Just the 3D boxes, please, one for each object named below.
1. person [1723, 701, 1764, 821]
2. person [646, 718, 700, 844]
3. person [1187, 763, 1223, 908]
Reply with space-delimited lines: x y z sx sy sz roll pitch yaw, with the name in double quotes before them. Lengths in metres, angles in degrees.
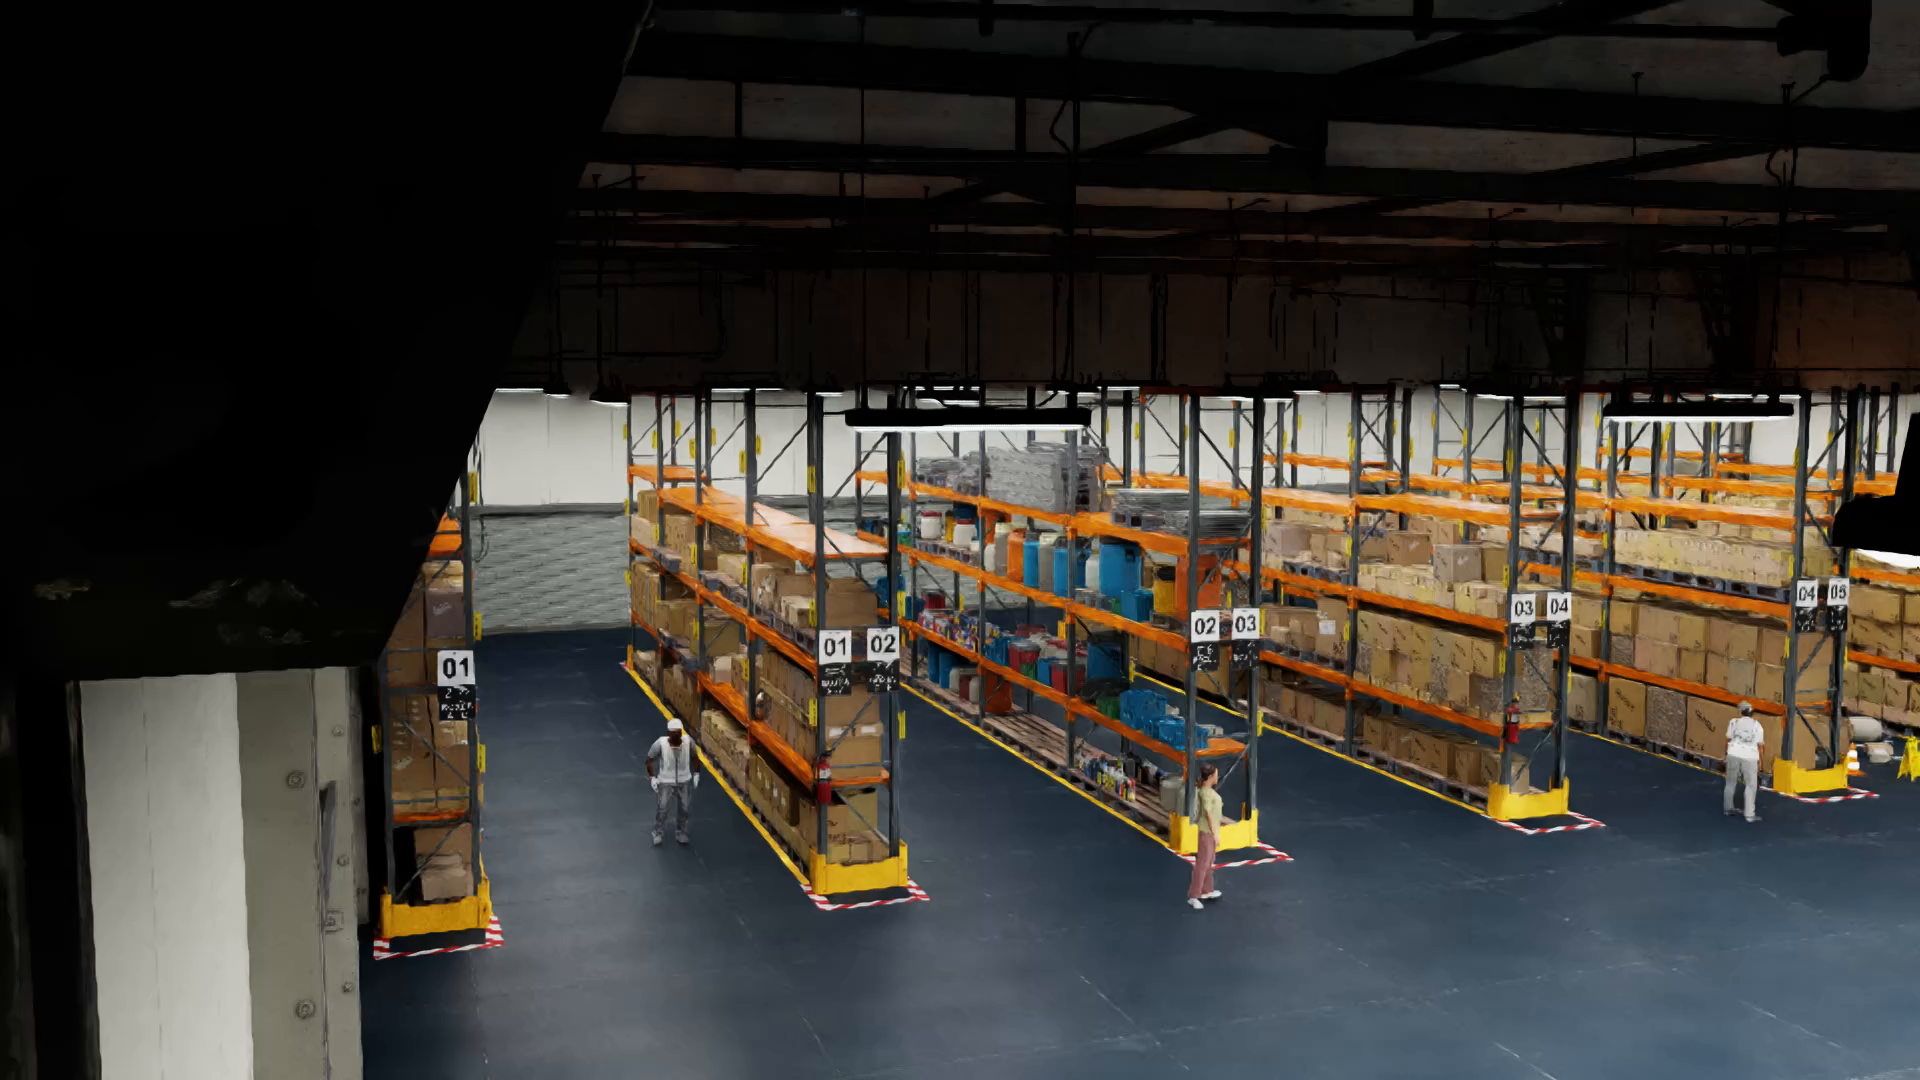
"person" 11.012 3.088 23.359 0.533 1.666 0.449 5 8 40
"person" -3.808 3.199 22.078 0.686 1.735 0.549 -2 6 -21
"person" 2.899 3.469 19.645 0.415 1.672 0.633 1 6 5
